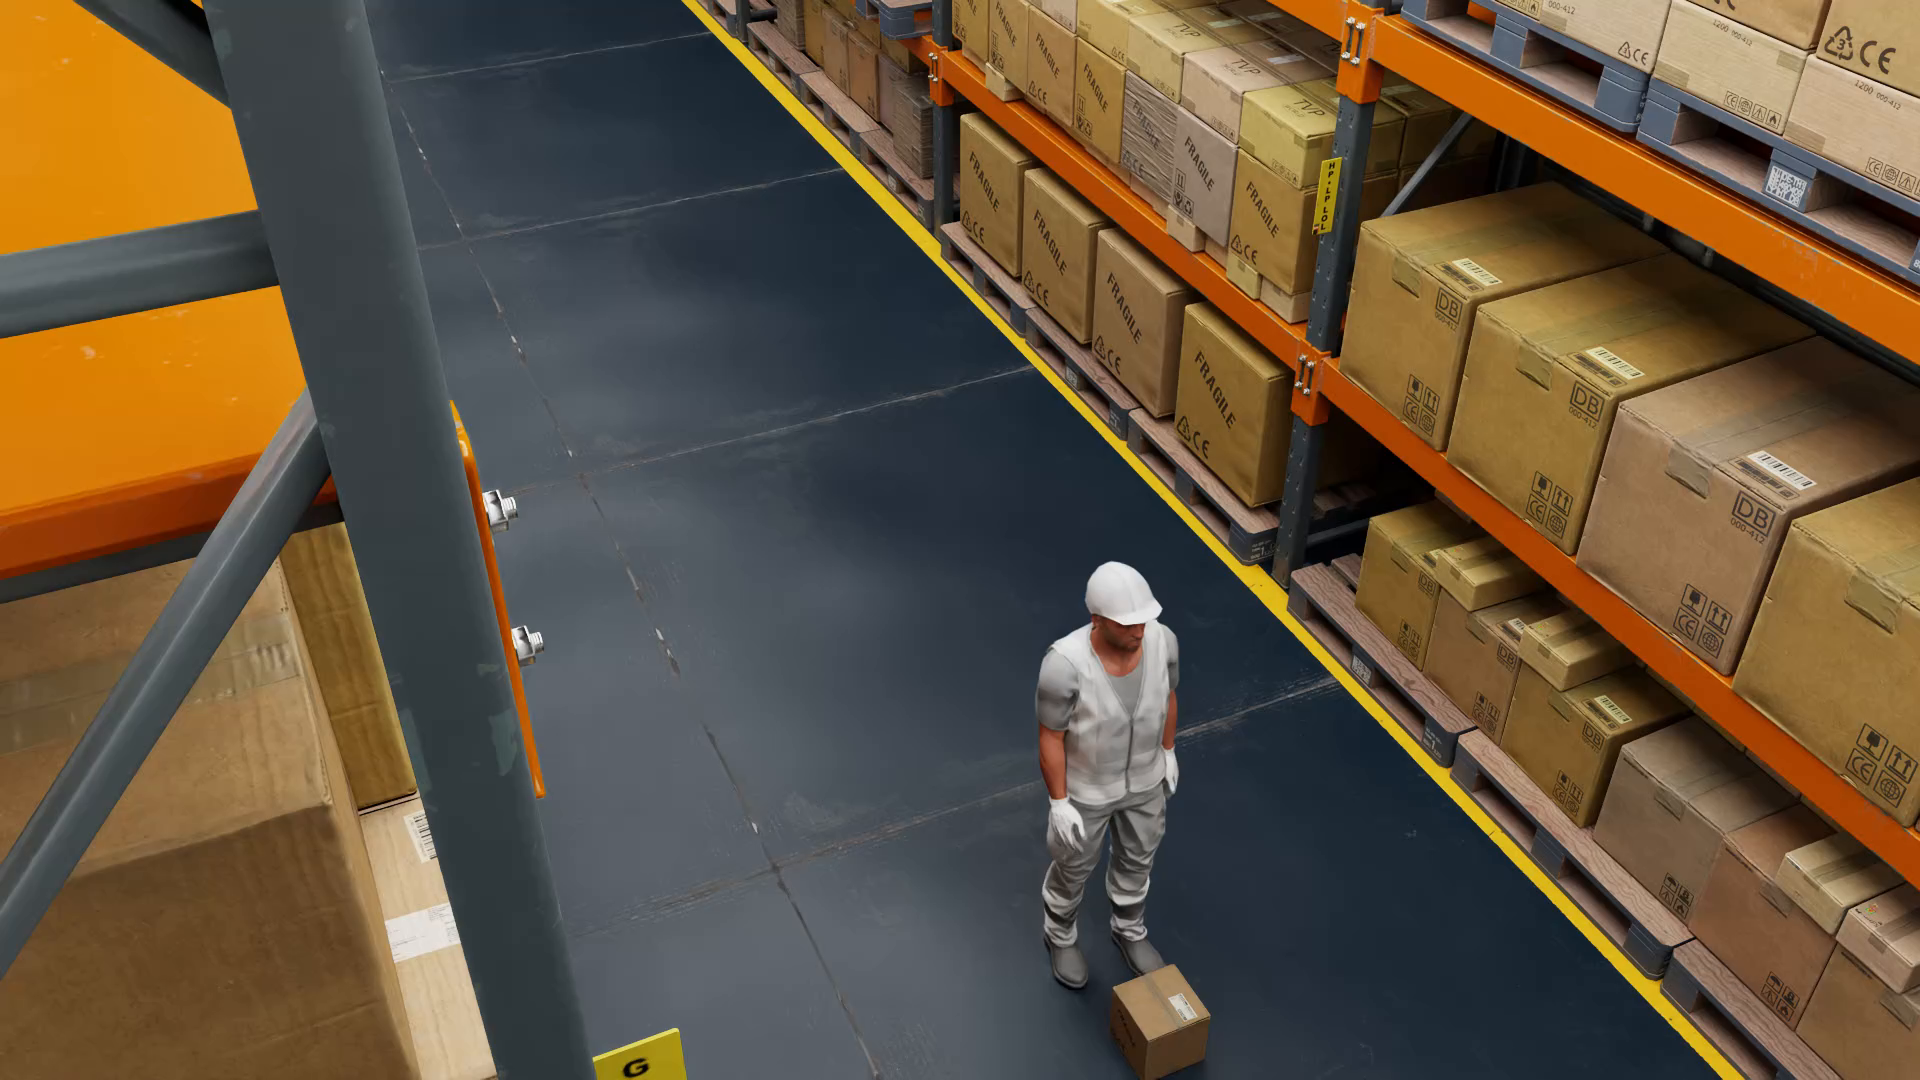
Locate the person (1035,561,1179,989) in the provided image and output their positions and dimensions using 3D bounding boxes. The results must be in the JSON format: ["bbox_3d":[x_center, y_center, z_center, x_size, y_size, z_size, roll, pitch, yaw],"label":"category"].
[{"bbox_3d":[0.532,0.843,5.712,0.545,1.798,0.419,-15,39,-19],"label":"person"}]
